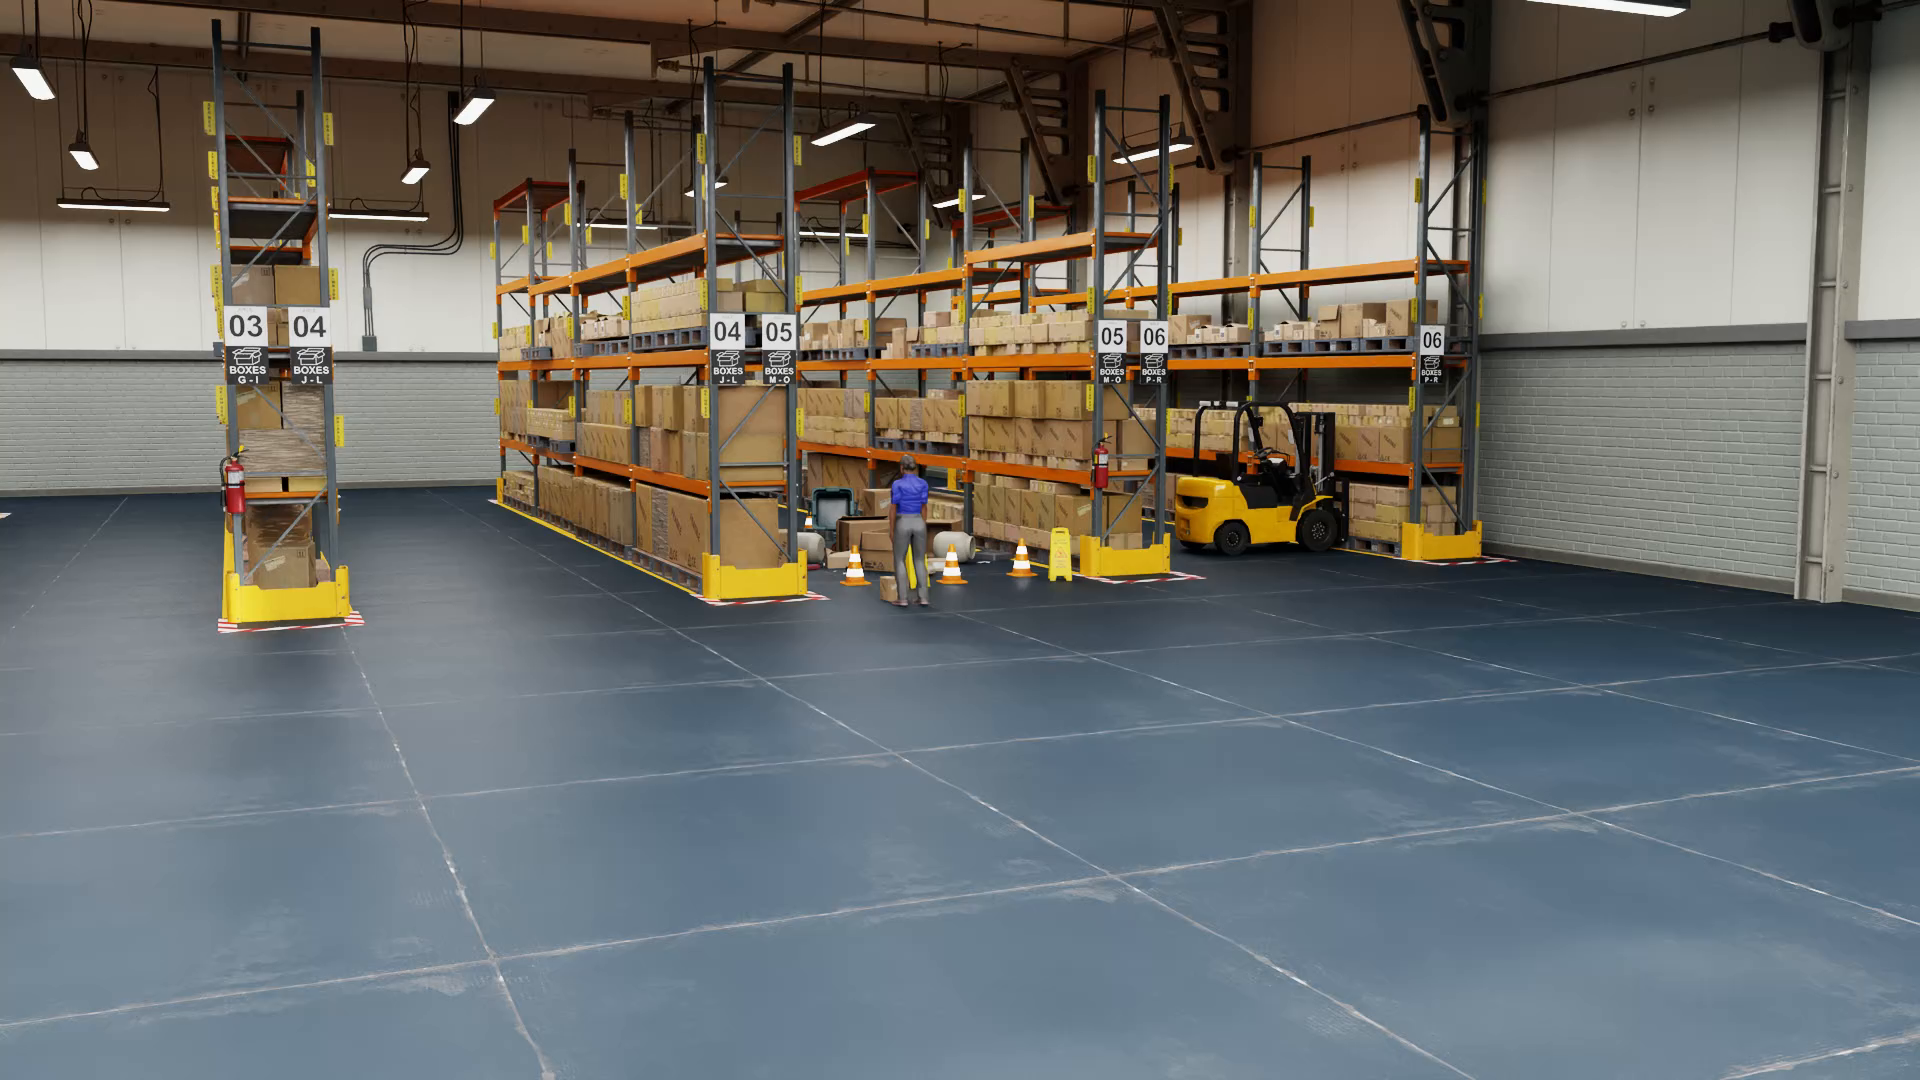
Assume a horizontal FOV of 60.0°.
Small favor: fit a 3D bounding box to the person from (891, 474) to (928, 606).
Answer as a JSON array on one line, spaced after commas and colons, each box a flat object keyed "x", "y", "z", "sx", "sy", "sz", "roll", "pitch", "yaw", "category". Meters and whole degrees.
[{"x": -0.564, "y": 0.000, "z": 18.185, "sx": 0.429, "sy": 1.453, "sz": 0.300, "roll": -2, "pitch": 6, "yaw": -23, "category": "person"}]
